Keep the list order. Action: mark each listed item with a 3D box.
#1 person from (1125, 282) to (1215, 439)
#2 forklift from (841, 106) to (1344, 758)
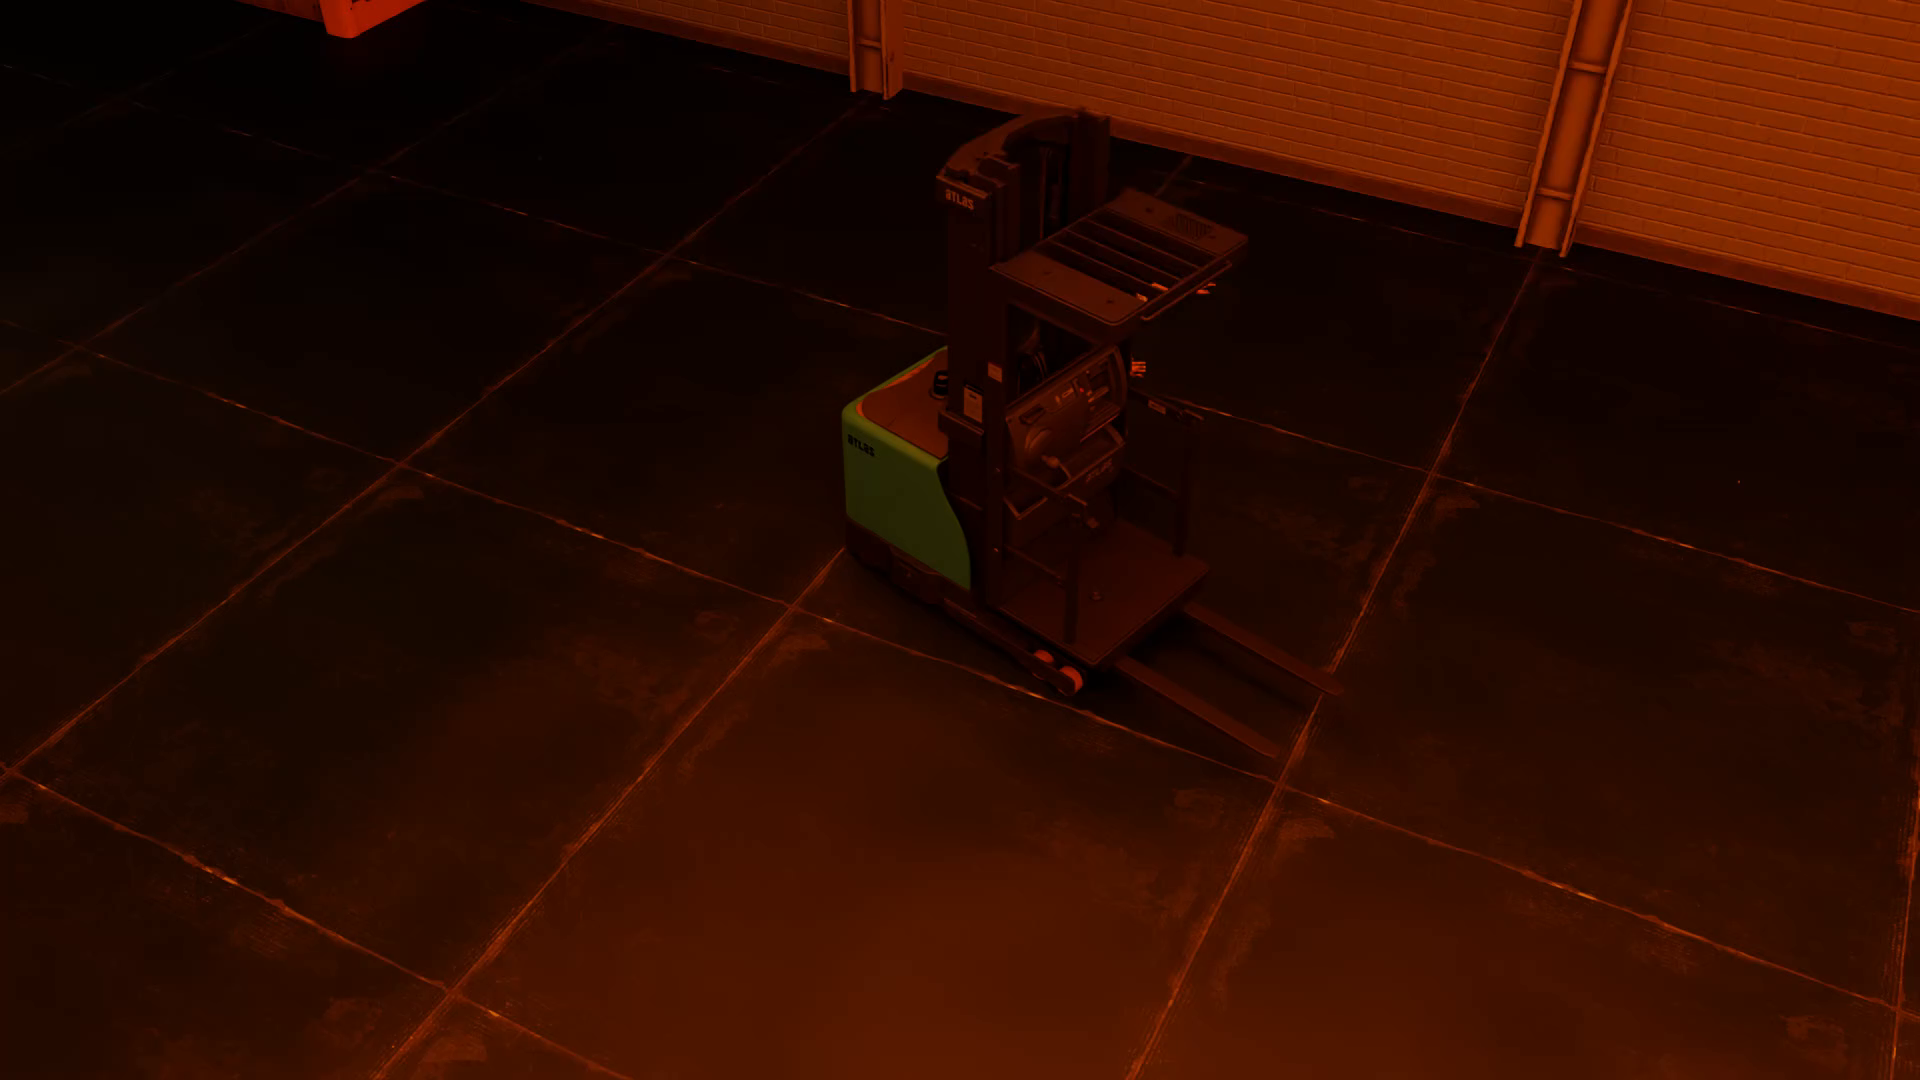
[{"bbox_3d":[0.907,-0.970,10.238,1.589,1.373,0.817,-23,45,-25],"label":"person"},{"bbox_3d":[0.730,-0.641,8.747,3.031,2.935,1.130,30,49,31],"label":"forklift"}]
